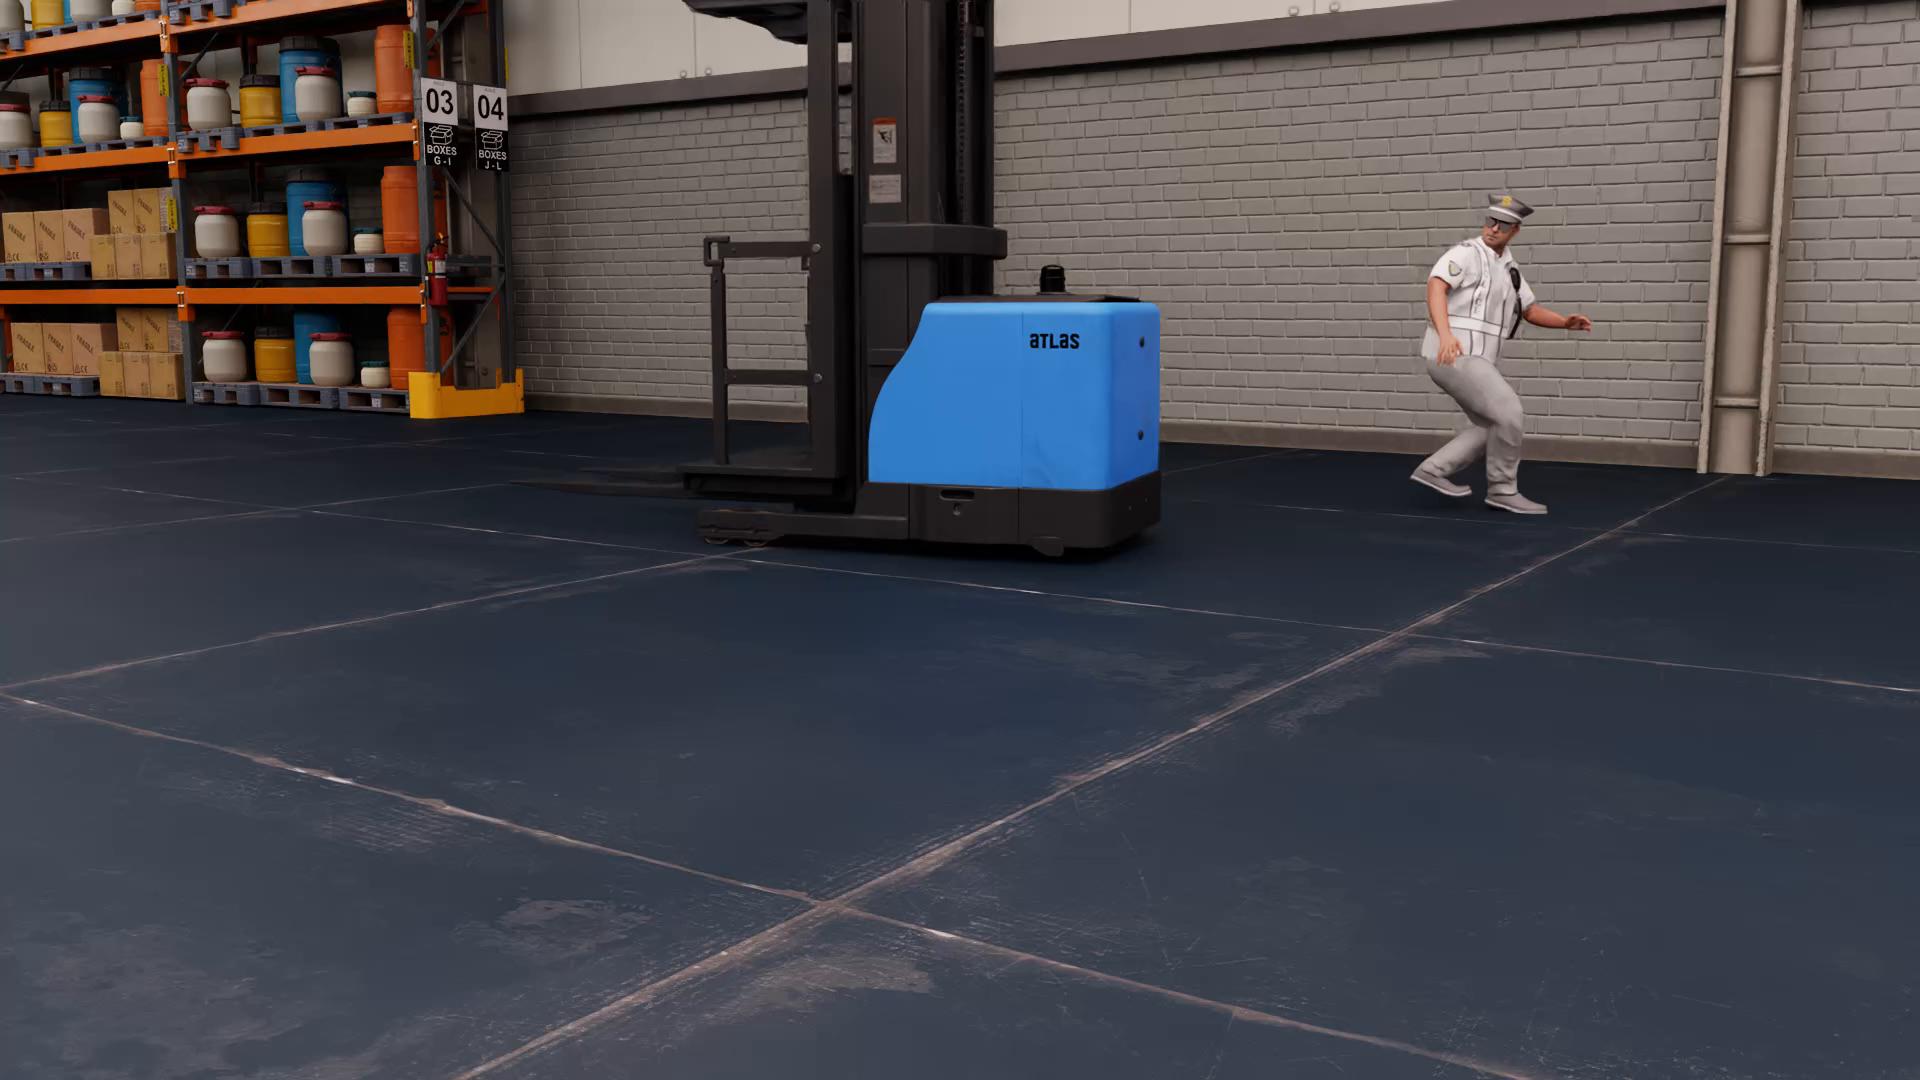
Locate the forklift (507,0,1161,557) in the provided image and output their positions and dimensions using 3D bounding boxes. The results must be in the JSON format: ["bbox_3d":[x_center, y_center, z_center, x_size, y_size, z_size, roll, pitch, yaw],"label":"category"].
[{"bbox_3d":[-0.644,-1.483,7.622,3.031,2.935,1.130,3,9,20],"label":"forklift"}]

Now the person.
[{"bbox_3d":[2.738,-0.946,8.523,0.867,1.637,0.887,6,10,34],"label":"person"}]
